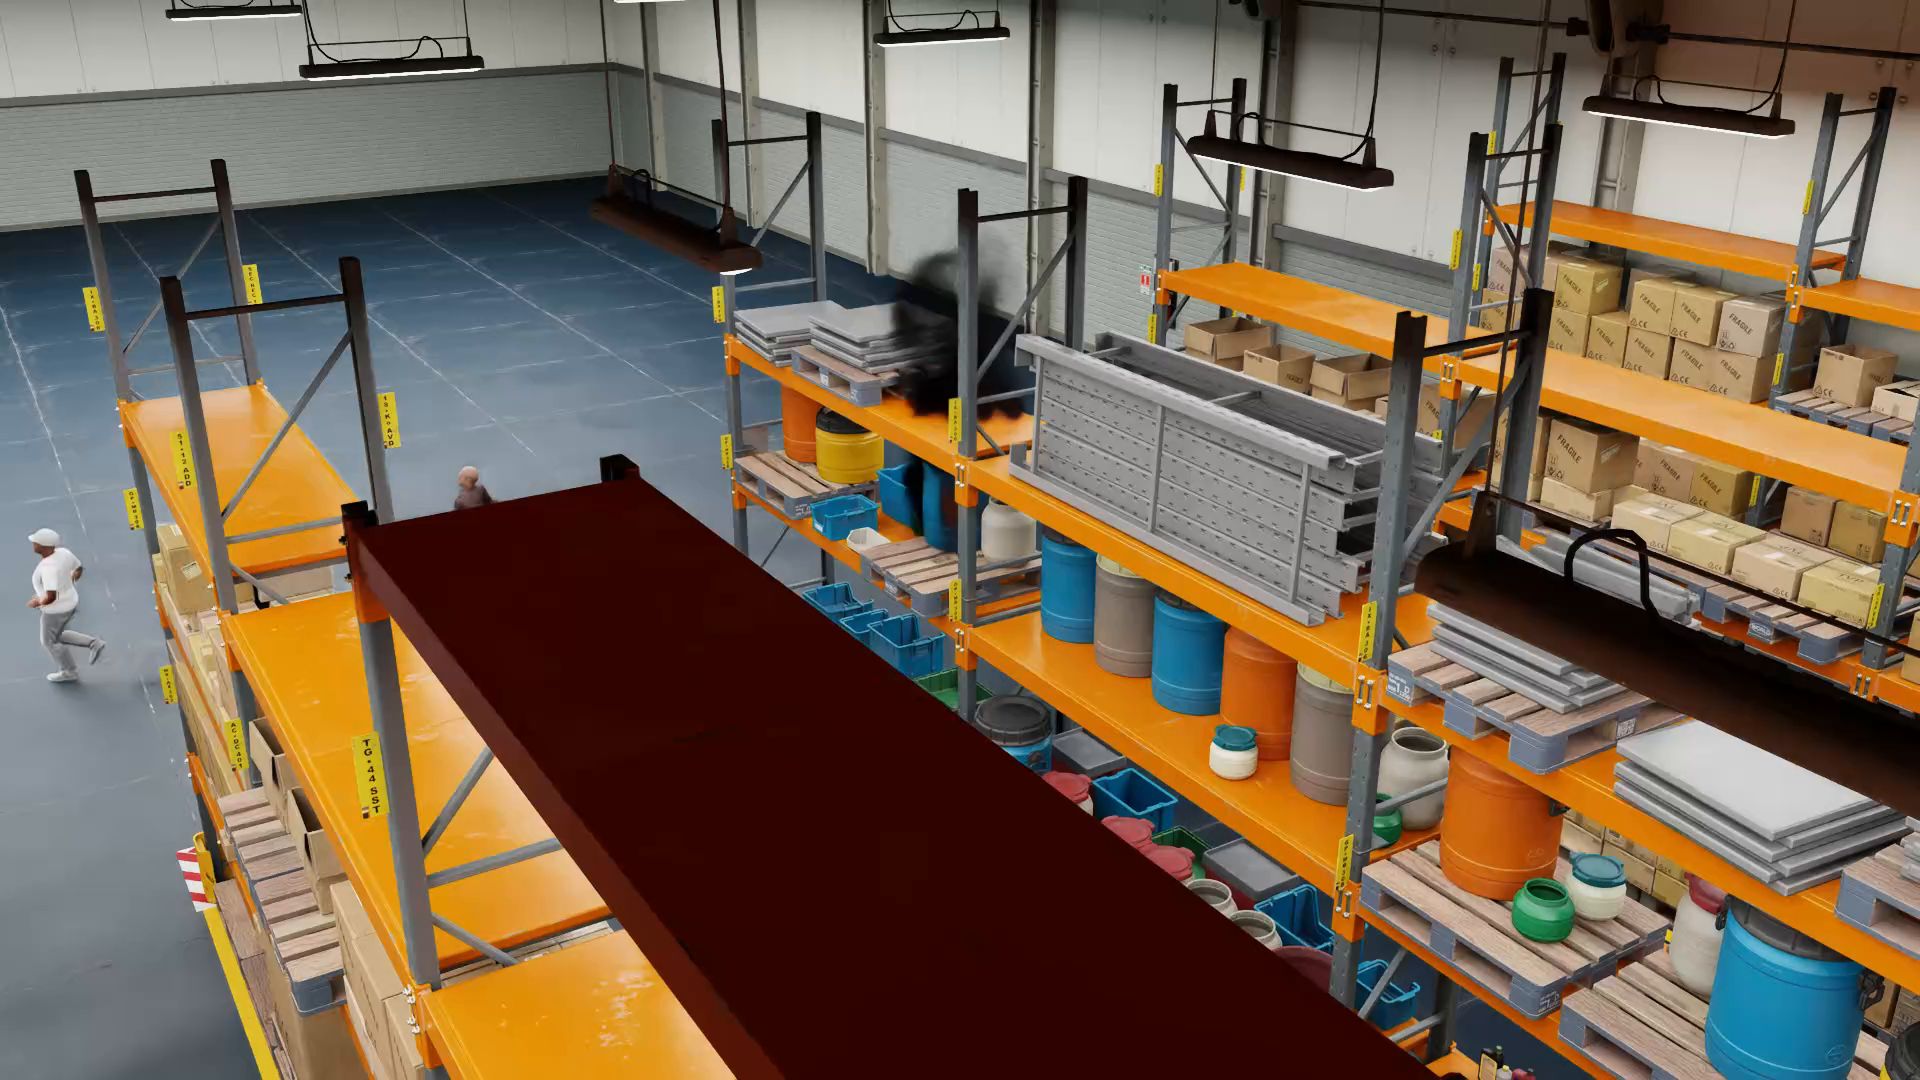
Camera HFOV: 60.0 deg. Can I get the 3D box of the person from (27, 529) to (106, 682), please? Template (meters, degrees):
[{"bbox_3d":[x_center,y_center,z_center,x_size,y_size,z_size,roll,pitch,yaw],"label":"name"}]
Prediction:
[{"bbox_3d":[-9.383,0.683,17.383,0.618,1.724,0.718,-3,22,-8],"label":"person"}]

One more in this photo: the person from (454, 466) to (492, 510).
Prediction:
[{"bbox_3d":[-5.573,-0.020,19.099,0.904,1.744,0.720,-3,22,-8],"label":"person"}]
